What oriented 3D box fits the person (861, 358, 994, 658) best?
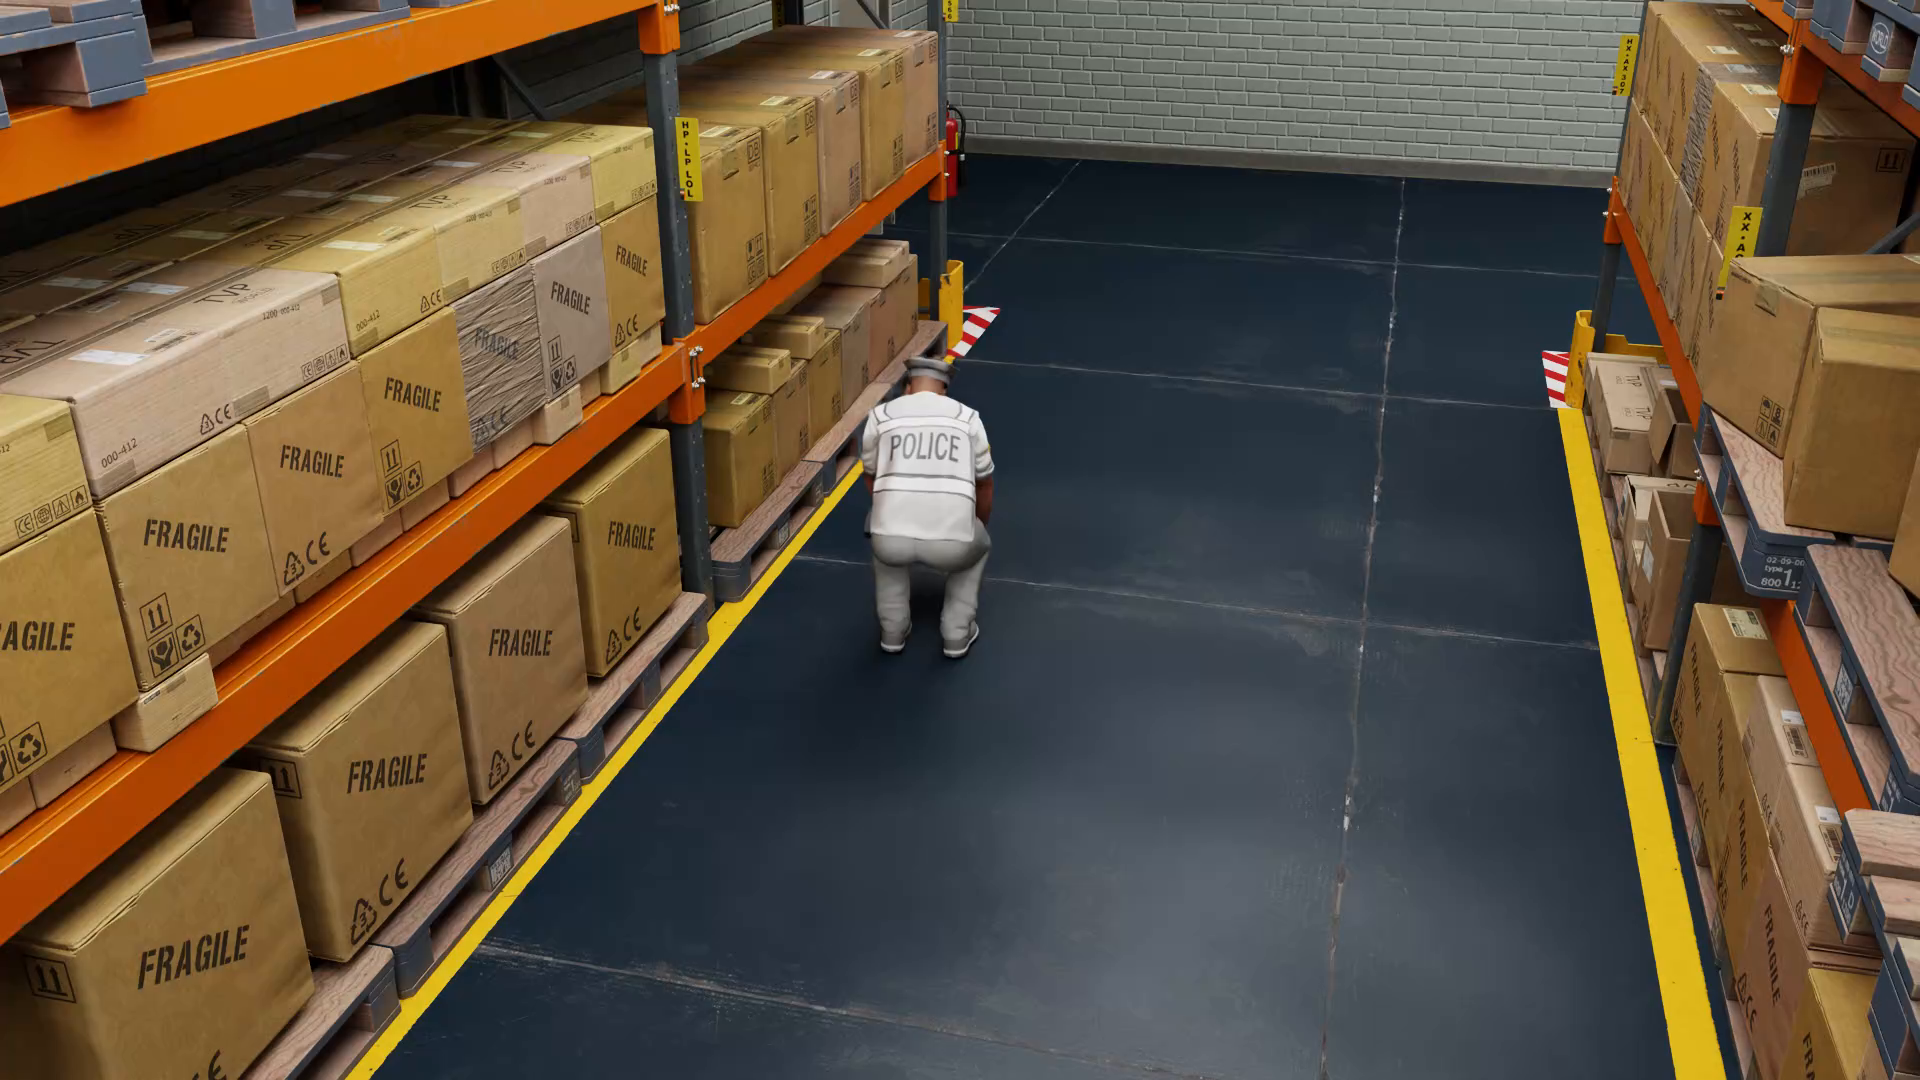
[{"bbox_3d":[-0.160,-0.135,7.082,0.575,1.165,0.904,4,25,8],"label":"person"}]
